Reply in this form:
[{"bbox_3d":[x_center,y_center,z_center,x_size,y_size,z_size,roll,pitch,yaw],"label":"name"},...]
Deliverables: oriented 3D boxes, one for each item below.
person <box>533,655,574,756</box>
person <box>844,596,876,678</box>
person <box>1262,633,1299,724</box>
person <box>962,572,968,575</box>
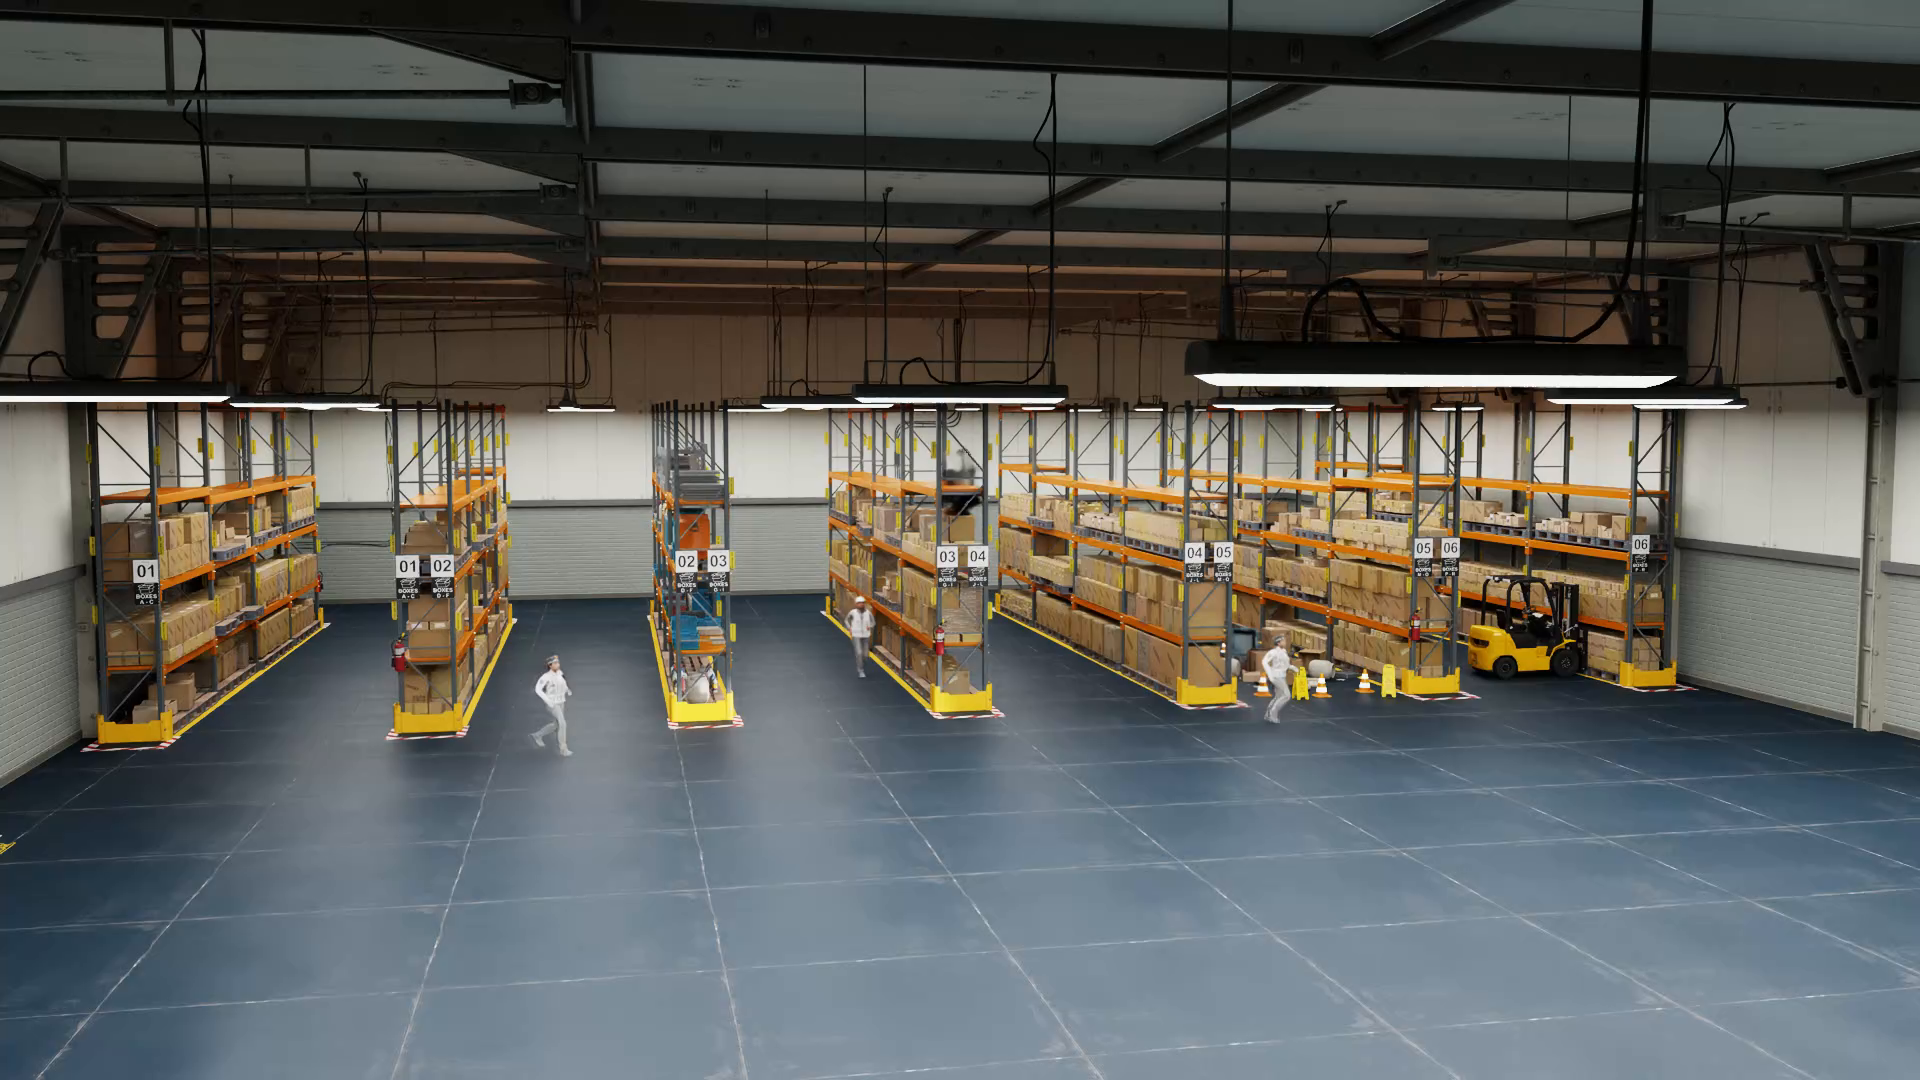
[{"bbox_3d":[-6.841,2.775,28.058,0.750,1.703,0.609,2,5,22],"label":"person"},{"bbox_3d":[-2.169,2.101,36.349,0.676,1.761,0.802,-1,5,-18],"label":"person"},{"bbox_3d":[5.947,2.563,30.844,0.627,1.678,0.616,2,5,30],"label":"person"},{"bbox_3d":[0.136,1.324,47.217,0.718,1.770,0.827,0,4,-4],"label":"person"}]
